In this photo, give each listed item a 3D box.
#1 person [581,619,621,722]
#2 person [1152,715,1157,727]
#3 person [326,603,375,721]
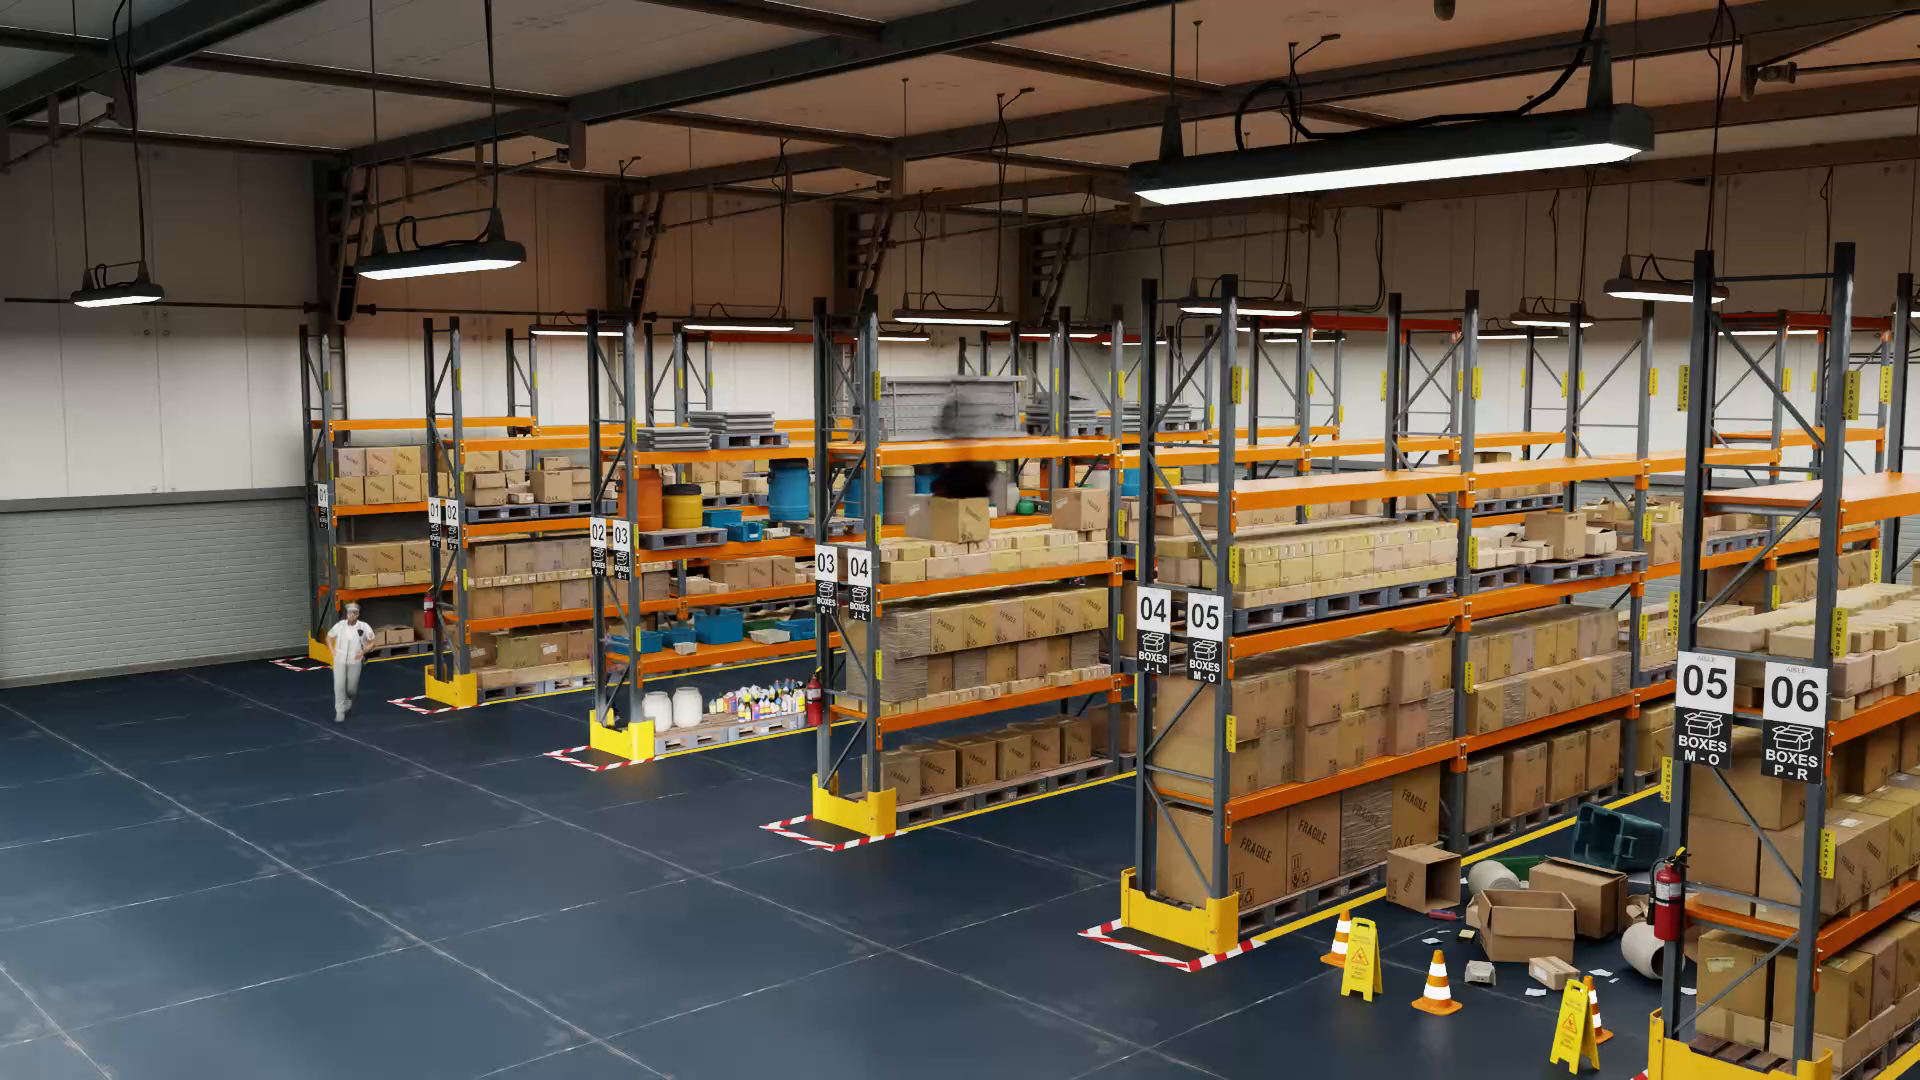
[{"bbox_3d":[-5.173,1.946,24.024,0.514,1.639,0.666,5,8,40],"label":"person"},{"bbox_3d":[2.428,2.453,18.526,0.687,1.677,0.769,5,8,40],"label":"person"},{"bbox_3d":[-9.140,1.799,24.958,0.705,1.744,0.685,-1,6,-13],"label":"person"}]
